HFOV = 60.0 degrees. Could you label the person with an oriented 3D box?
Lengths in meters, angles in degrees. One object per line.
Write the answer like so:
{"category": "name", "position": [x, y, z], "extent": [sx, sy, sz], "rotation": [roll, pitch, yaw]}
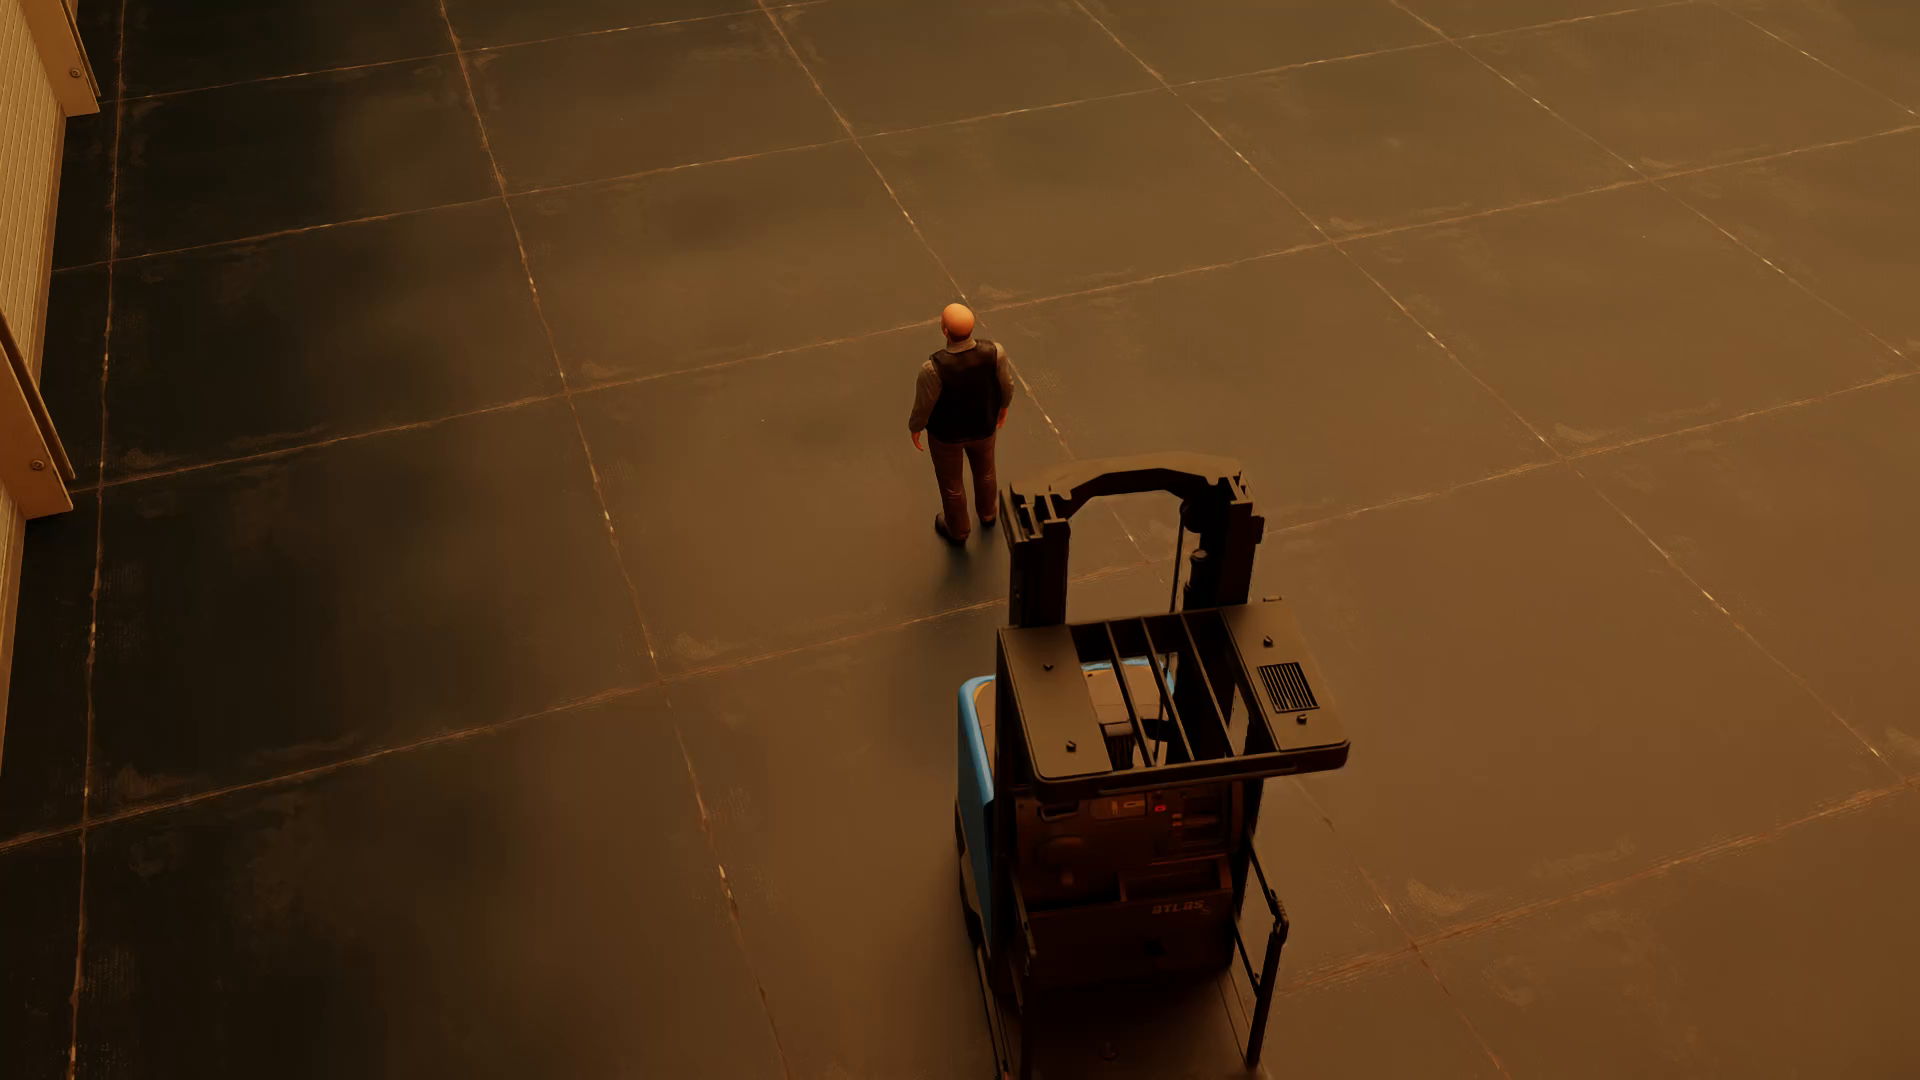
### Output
{"category": "person", "position": [-0.013, -0.704, 9.764], "extent": [0.632, 1.720, 0.568], "rotation": [-13, 42, -15]}

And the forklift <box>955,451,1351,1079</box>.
{"category": "forklift", "position": [0.717, 1.239, 6.520], "extent": [1.130, 2.935, 3.031], "rotation": [-6, 40, -7]}
